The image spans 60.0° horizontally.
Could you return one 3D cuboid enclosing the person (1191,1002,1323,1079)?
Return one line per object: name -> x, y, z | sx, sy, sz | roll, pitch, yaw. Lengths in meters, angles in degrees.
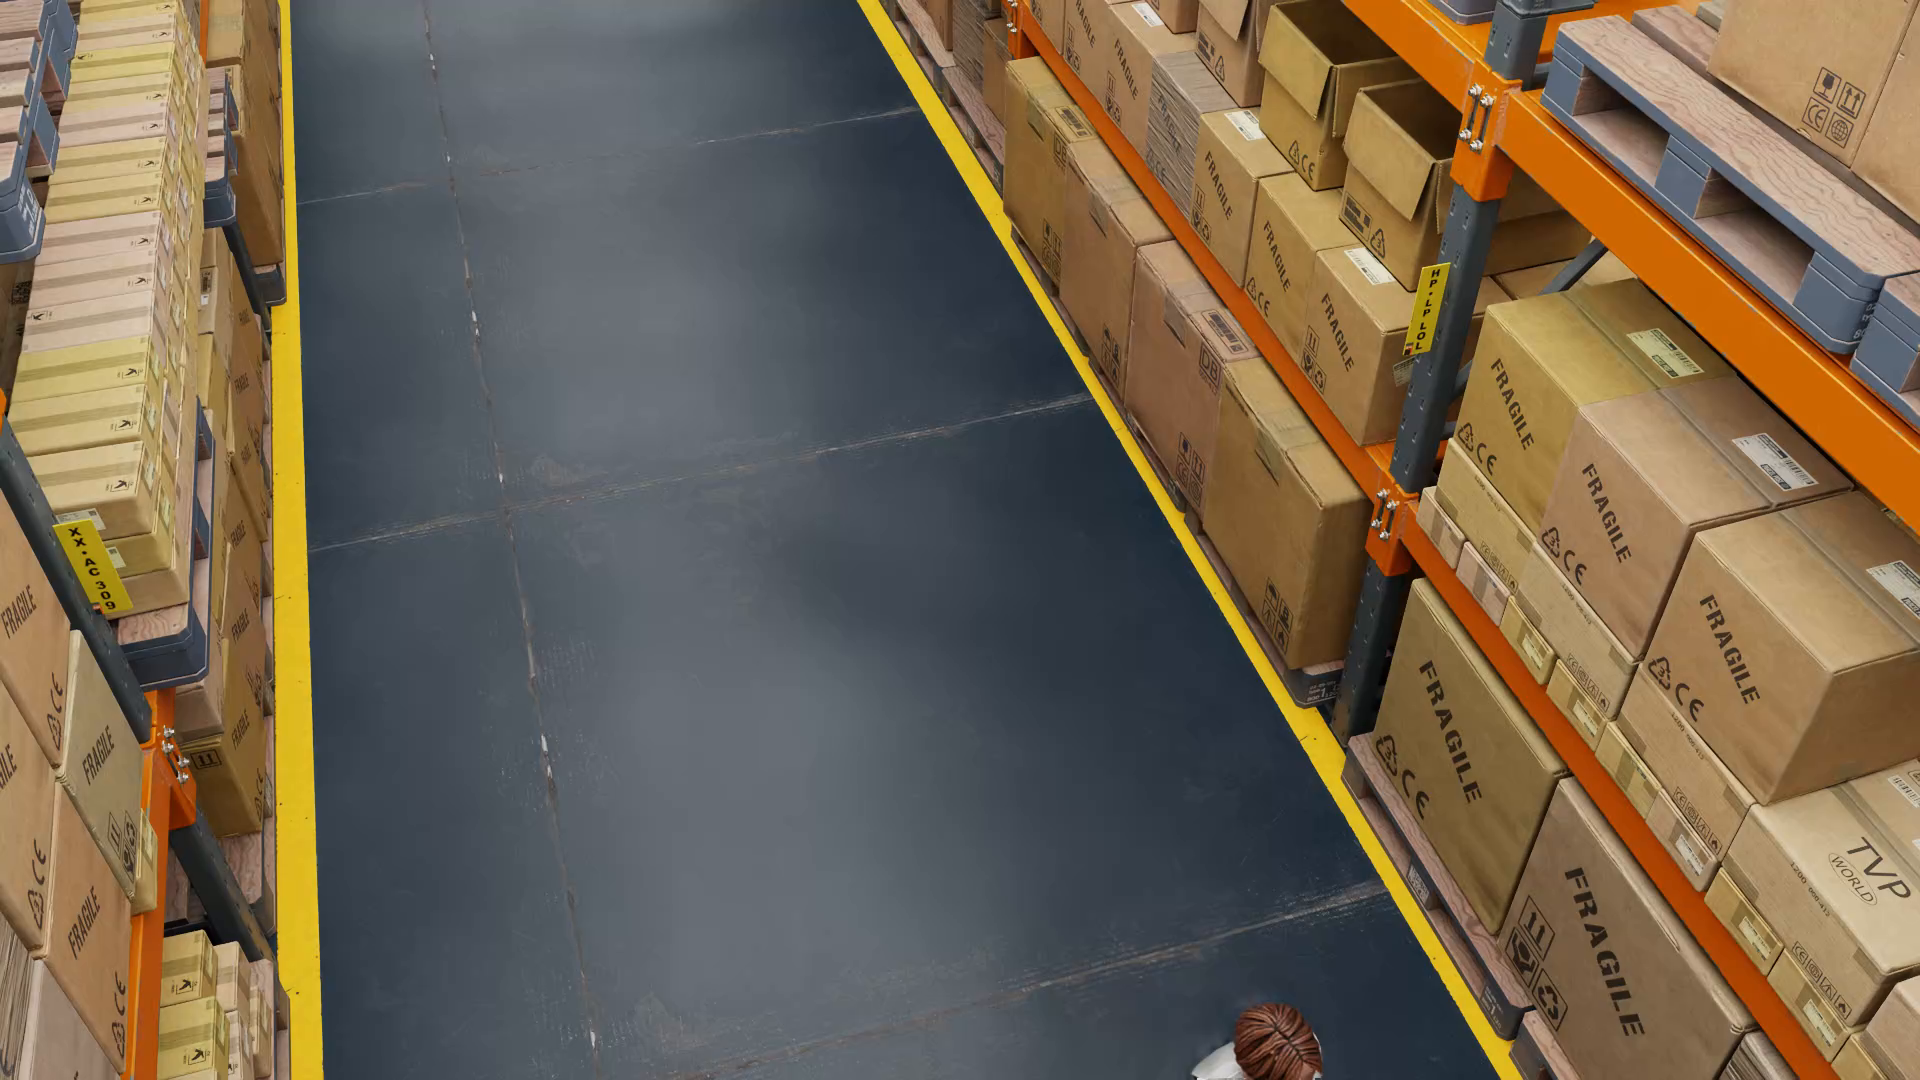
person -> 0.735, 1.655, 4.376 | 0.431, 1.536, 0.984 | -14, 45, -15
